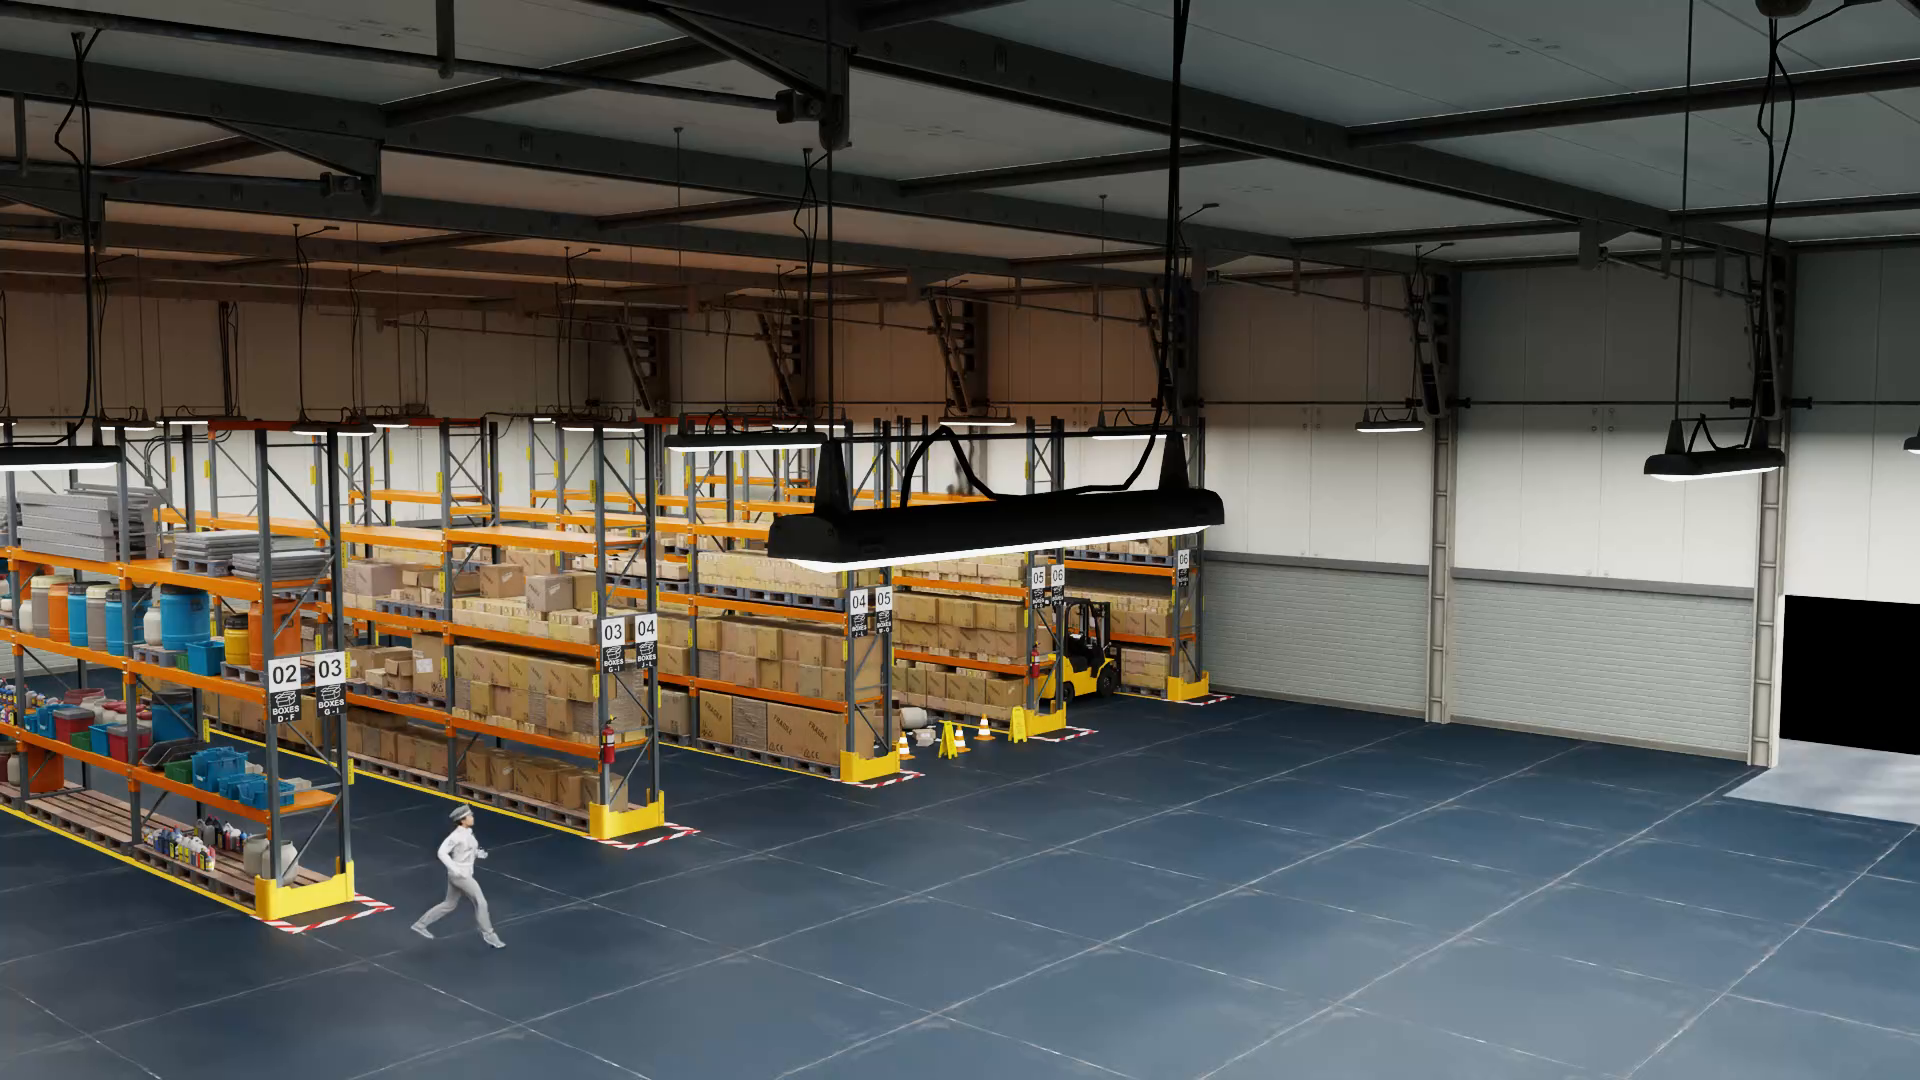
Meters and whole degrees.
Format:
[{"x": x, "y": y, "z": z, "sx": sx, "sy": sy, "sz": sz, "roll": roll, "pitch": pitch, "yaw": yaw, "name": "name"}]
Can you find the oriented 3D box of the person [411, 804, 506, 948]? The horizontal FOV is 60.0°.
[{"x": -5.811, "y": 3.906, "z": 19.215, "sx": 1.049, "sy": 1.734, "sz": 0.579, "roll": -2, "pitch": 5, "yaw": -20, "name": "person"}]
